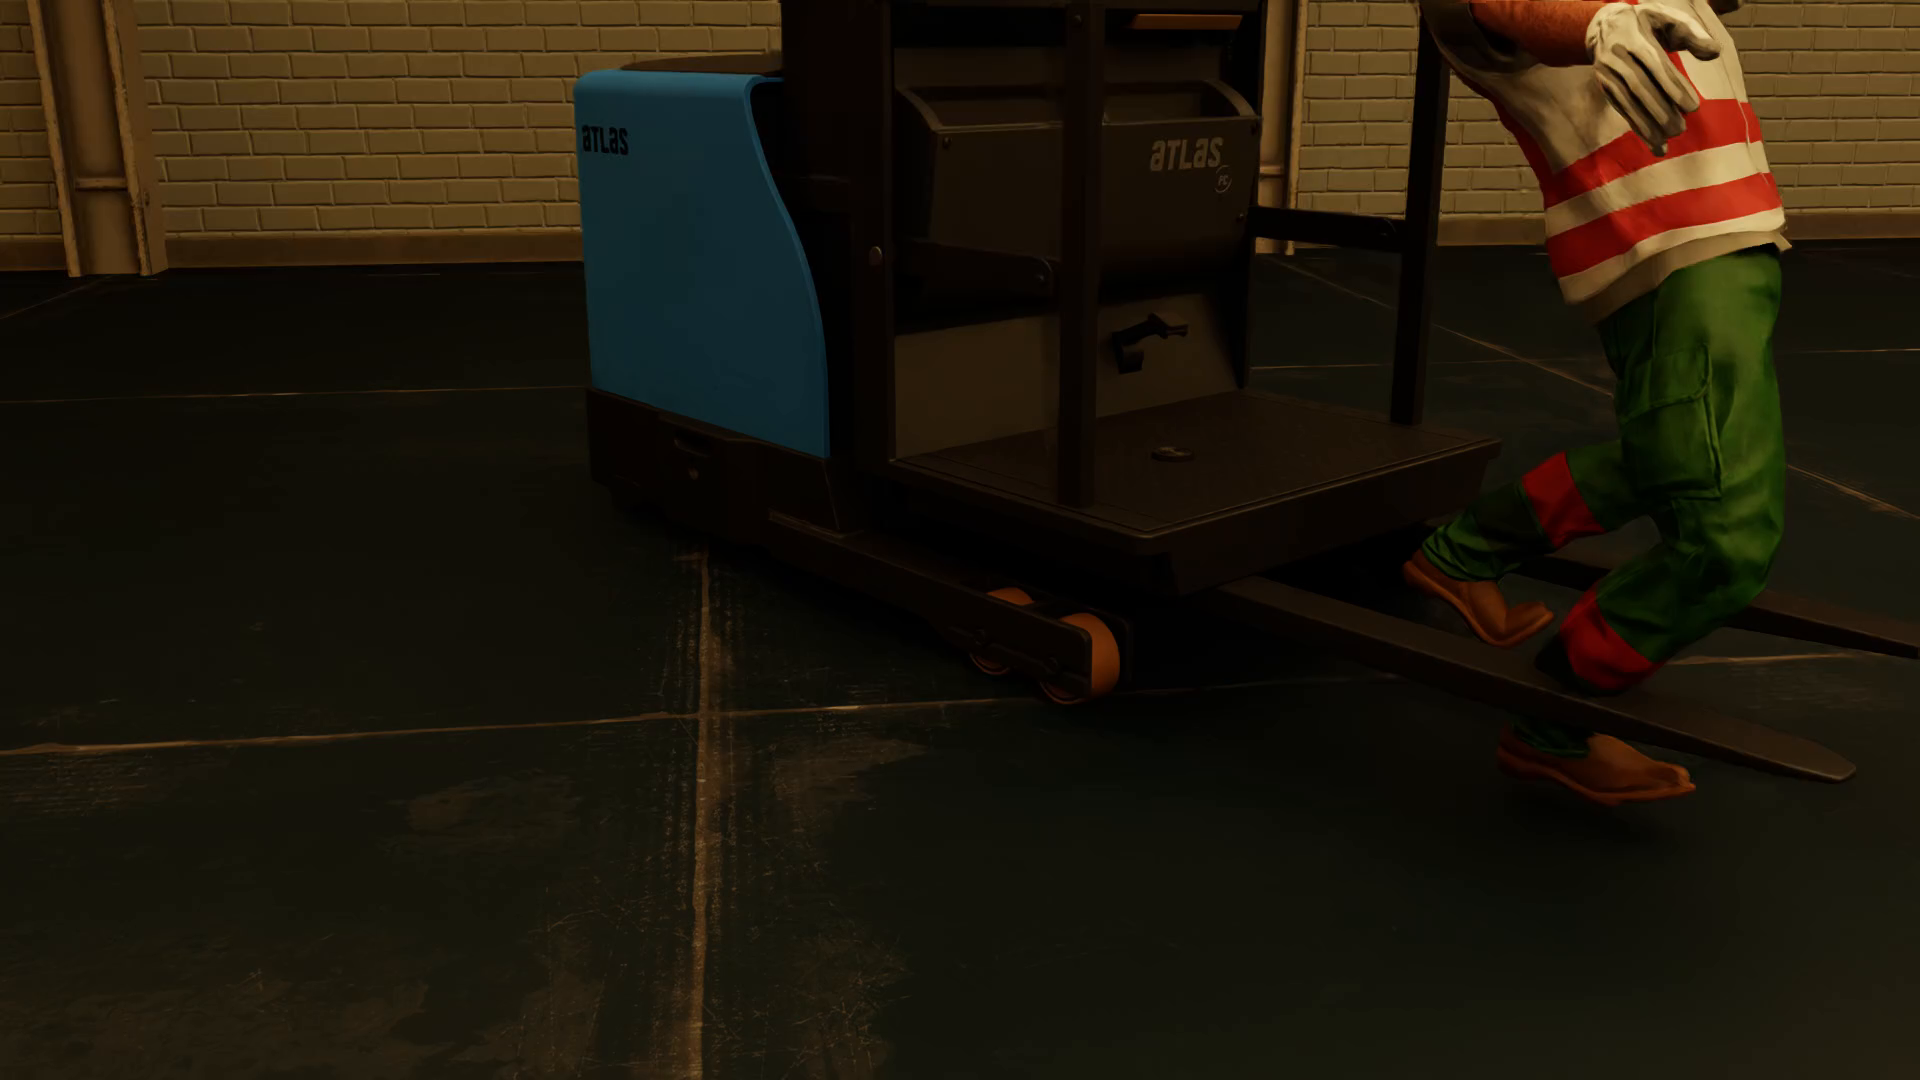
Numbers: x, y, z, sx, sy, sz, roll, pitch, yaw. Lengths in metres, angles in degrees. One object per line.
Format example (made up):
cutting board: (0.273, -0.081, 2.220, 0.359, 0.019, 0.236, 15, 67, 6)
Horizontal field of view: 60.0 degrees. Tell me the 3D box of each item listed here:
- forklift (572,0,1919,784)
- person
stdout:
forklift: (0.401, -1.271, 3.103, 1.130, 2.935, 3.031, -14, 22, -39)
person: (0.935, -0.355, 2.371, 0.731, 1.504, 1.073, 8, 19, 26)
